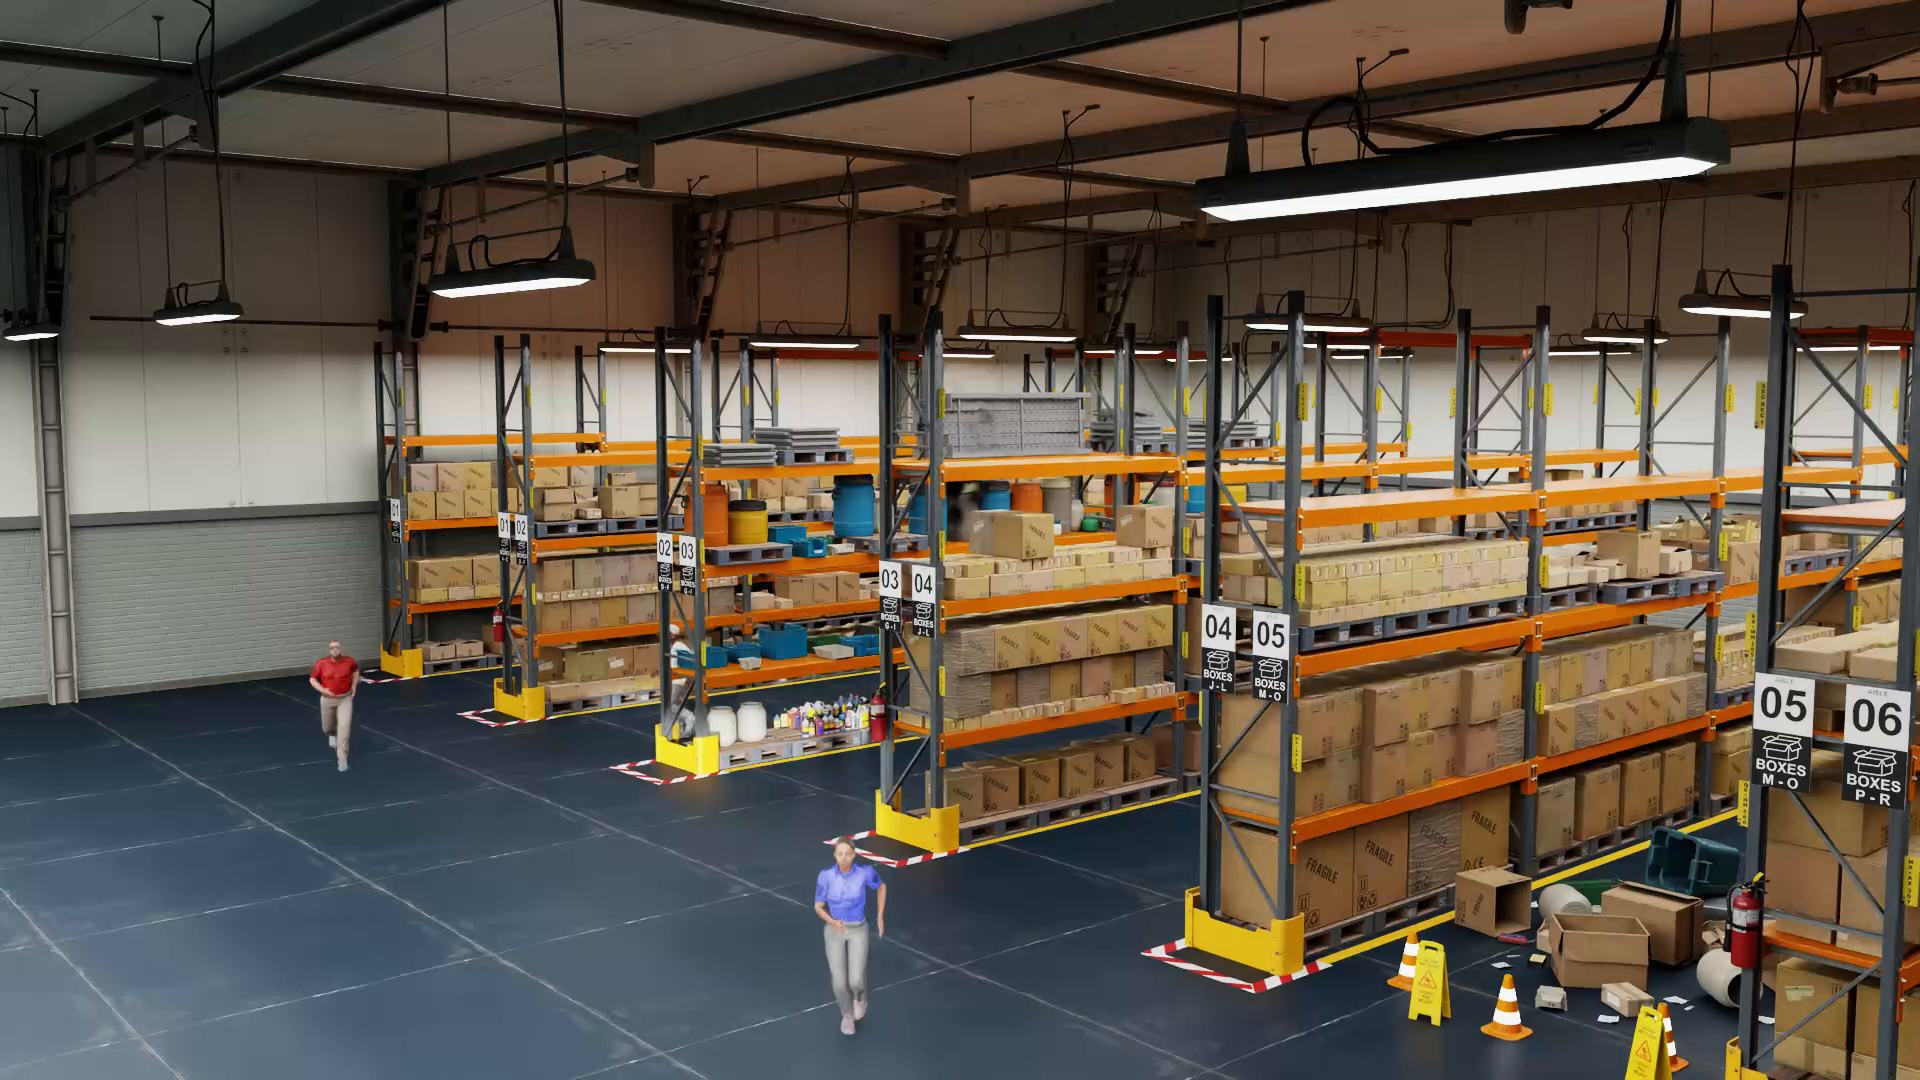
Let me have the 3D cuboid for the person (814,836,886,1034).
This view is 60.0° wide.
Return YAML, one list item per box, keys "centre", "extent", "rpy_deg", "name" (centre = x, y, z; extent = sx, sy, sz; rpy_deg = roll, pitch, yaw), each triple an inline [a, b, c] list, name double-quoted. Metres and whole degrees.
- centre: [-0.880, 3.161, 13.243]
  extent: [0.556, 1.624, 0.610]
  rpy_deg: [0, 5, 2]
  name: "person"

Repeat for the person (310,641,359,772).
- centre: [-8.609, 2.245, 22.908]
  extent: [0.630, 1.740, 1.139]
  rpy_deg: [-2, 5, -17]
  name: "person"

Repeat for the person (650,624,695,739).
- centre: [-4.195, 2.085, 24.384]
  extent: [0.621, 1.707, 0.693]
  rpy_deg: [-3, 6, -31]
  name: "person"
